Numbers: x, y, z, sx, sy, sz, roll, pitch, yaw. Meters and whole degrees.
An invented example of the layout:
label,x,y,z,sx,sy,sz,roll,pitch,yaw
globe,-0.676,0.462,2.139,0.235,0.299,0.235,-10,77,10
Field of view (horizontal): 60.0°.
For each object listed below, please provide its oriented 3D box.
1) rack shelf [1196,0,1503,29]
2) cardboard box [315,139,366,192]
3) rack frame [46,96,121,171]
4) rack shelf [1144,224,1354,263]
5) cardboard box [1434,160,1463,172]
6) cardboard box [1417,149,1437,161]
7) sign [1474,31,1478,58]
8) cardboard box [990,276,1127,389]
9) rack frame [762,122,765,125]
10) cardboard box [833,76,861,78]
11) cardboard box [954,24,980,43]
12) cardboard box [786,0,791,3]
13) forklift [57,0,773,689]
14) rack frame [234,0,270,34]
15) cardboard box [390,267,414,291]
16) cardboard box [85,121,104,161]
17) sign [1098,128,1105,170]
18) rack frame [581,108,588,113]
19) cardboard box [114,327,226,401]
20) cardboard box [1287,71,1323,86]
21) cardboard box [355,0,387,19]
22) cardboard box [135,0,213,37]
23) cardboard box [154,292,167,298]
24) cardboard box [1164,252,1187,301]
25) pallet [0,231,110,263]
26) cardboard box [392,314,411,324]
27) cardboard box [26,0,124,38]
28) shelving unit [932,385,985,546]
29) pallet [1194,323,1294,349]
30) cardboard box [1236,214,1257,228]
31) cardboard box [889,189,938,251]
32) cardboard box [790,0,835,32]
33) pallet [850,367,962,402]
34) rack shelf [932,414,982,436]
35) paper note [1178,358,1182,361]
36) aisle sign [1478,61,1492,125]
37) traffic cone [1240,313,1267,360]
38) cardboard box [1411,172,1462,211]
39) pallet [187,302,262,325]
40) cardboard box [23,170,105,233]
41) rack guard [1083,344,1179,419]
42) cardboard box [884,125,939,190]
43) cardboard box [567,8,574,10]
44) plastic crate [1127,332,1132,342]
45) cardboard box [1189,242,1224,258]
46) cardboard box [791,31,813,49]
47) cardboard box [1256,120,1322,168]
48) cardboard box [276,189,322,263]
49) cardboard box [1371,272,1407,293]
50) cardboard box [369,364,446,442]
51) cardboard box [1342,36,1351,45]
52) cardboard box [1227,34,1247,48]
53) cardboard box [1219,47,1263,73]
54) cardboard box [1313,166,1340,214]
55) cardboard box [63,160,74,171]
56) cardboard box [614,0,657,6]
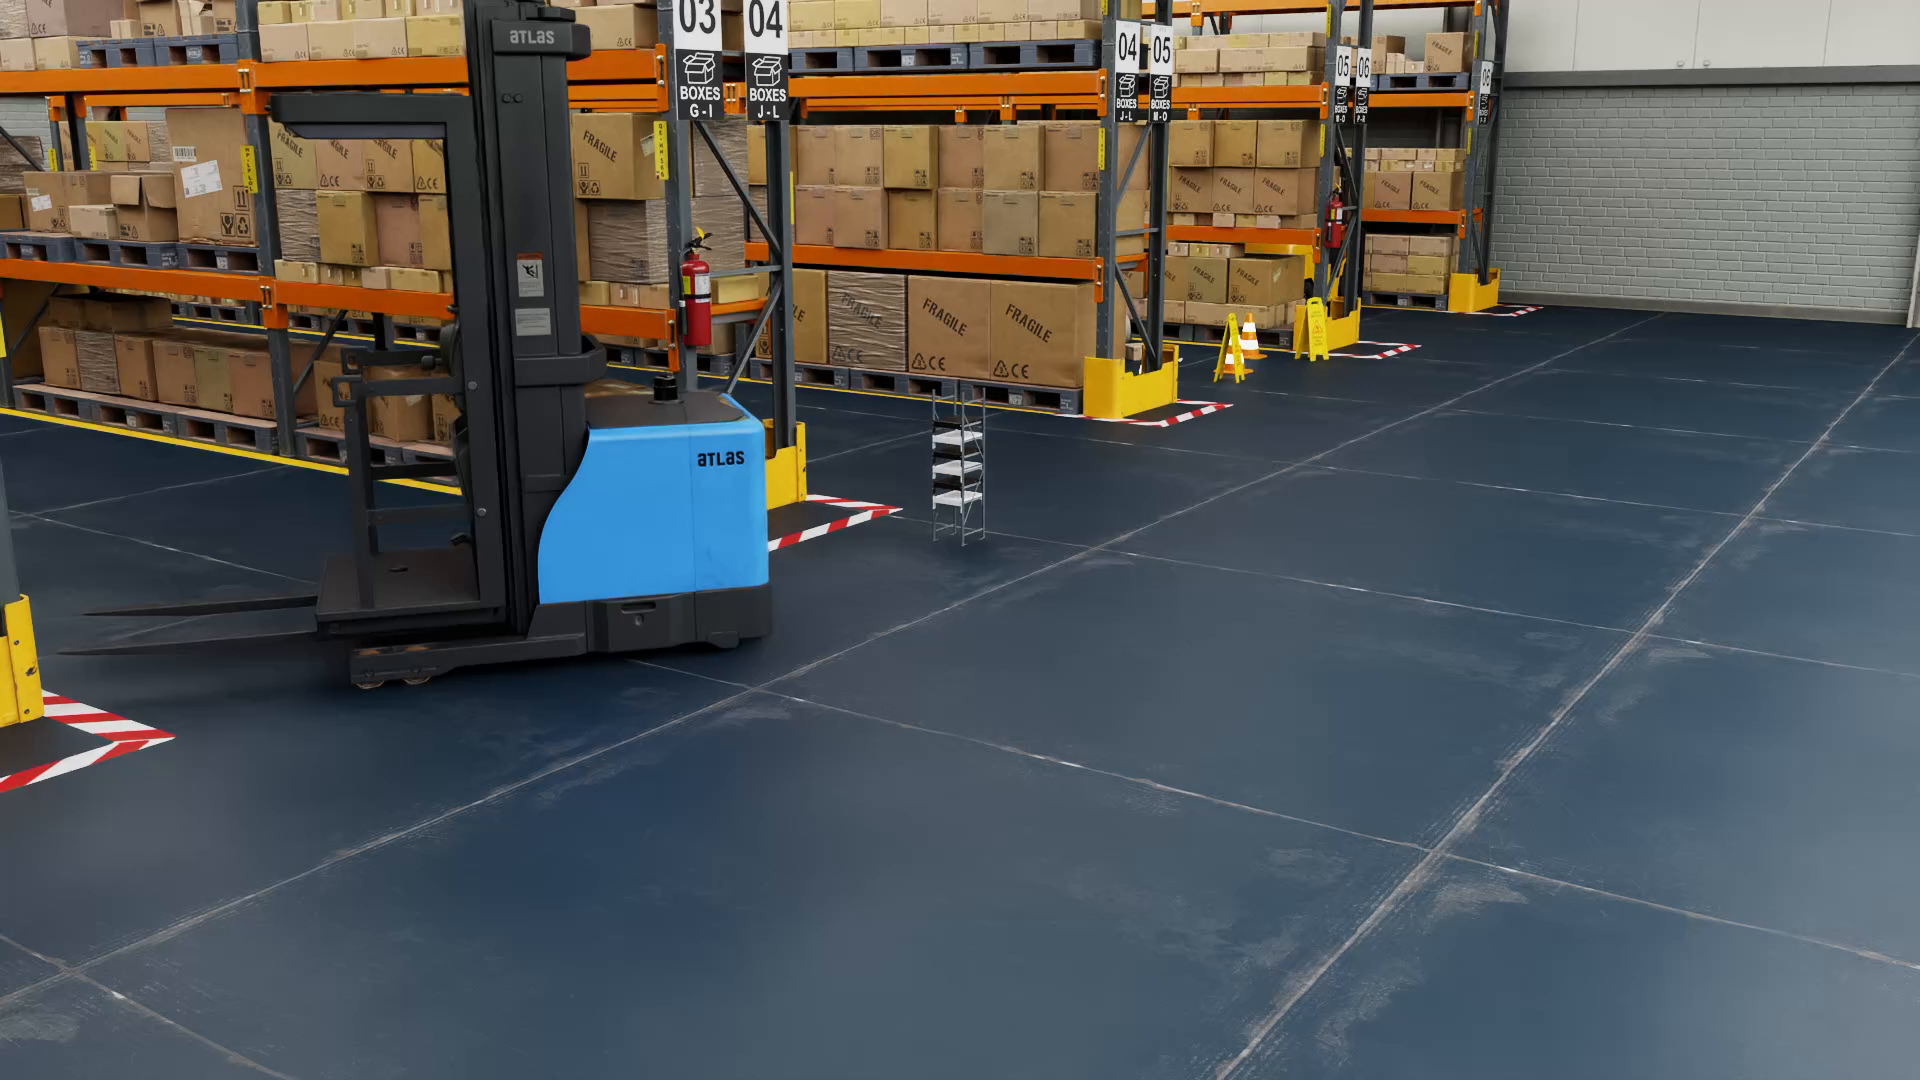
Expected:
label,x,y,z,sx,sy,sz,roll,pitch,yaw
rack shelf,5.252,-7.229,22.627,4.000,0.370,1.077,9,17,33
cardboard box,-4.059,-2.663,11.428,0.500,0.500,0.500,9,17,33
rack frame,-11.811,-4.747,22.756,0.127,3.000,1.000,9,17,33
rack shelf,2.484,-3.521,19.300,4.000,0.370,1.077,9,17,33
cardboard box,6.467,-4.946,22.002,0.250,0.149,0.380,9,17,34
cardboard box,6.274,-5.132,22.137,0.250,0.149,0.380,9,17,33
sign,6.597,-6.333,21.243,0.005,0.325,0.100,9,17,33
cardboard box,0.866,-1.851,14.607,0.875,0.875,0.875,9,17,33
rack frame,-3.046,-6.201,28.631,0.127,3.000,1.000,9,17,33
cardboard box,-1.213,-5.982,21.287,0.637,0.503,0.797,9,17,33
cardboard box,0.155,-4.301,14.154,0.250,0.149,0.380,9,16,32
cardboard box,-1.529,-4.960,15.158,0.250,0.149,0.380,9,17,32
forklift,-2.452,-0.919,7.437,3.031,2.935,1.130,-4,15,-17
rack frame,-4.706,-5.074,11.594,0.127,3.000,1.000,9,17,33
cardboard box,-3.644,-1.789,11.329,0.250,0.149,0.380,9,17,33
cardboard box,-11.165,-5.245,21.863,0.500,0.500,0.500,10,17,34
sign,1.151,-3.172,13.491,0.005,0.325,0.100,9,17,33
rack frame,-5.813,-5.211,24.631,0.127,3.000,1.000,9,17,33
cardboard box,-6.516,-1.466,13.790,0.500,0.500,0.700,11,18,37
cardboard box,3.692,-4.928,17.767,0.250,0.149,0.380,9,17,33
cardboard box,-3.736,-3.494,10.934,0.250,0.149,0.380,9,16,32
cardboard box,-5.823,-4.081,12.735,0.637,0.503,0.797,10,17,35
cardboard box,-10.264,-3.228,21.679,0.250,0.149,0.380,9,17,33
cardboard box,2.484,-3.028,19.103,0.500,0.500,0.500,9,16,32
pallet,-7.374,-2.531,14.204,1.003,0.211,1.213,9,17,33
cardboard box,-6.294,-2.771,19.102,0.500,0.500,0.500,10,17,35
cardboard box,-6.939,-4.197,13.043,0.500,0.500,0.500,9,16,31
shelving unit,-0.007,-0.438,9.719,0.210,0.900,0.258,9,17,33
pallet,3.427,-2.374,18.975,1.213,0.211,1.003,9,17,33
cardboard box,3.241,-3.538,18.394,0.250,0.149,0.380,9,16,32
cardboard box,-0.194,-2.947,15.173,0.500,0.550,0.875,9,17,33
cardboard box,-1.185,-4.729,15.052,0.500,0.250,0.500,9,17,32
pallet,-0.250,-1.503,15.455,1.213,0.211,1.003,9,17,33
rack shelf,-0.007,-0.668,9.663,0.200,0.077,0.258,9,17,33
paper note,2.249,-1.890,17.395,0.142,0.019,0.148,3,14,14
aisle sign,6.802,-5.786,21.545,0.004,0.787,0.394,9,17,33
traffic cone,3.067,-2.171,17.628,0.334,0.463,0.336,9,17,33
cardboard box,6.356,-4.654,22.173,0.500,0.500,0.500,9,16,32
pallet,-9.069,-2.940,21.259,1.213,0.211,1.003,9,17,33
cardboard box,-7.555,-2.886,14.159,0.500,0.500,0.500,7,15,26
rack guard,1.485,-1.384,14.375,0.348,0.500,1.175,9,17,33
cardboard box,-0.230,-3.458,14.991,0.500,0.550,0.875,9,17,33
cardboard box,-2.345,-3.089,10.130,0.500,0.250,0.500,9,17,33
plastic crate,1.670,-2.347,19.136,0.583,0.080,0.402,3,14,14
cardboard box,2.785,-3.275,18.749,0.250,0.149,0.380,10,17,34
cardboard box,-1.319,-4.539,15.116,0.250,0.149,0.380,9,17,33
cardboard box,3.598,-4.305,18.063,0.500,0.500,0.700,9,16,31
cardboard box,-4.367,-2.282,11.973,0.500,0.500,0.875,9,17,33
cardboard box,5.938,-3.529,22.687,0.500,0.250,0.500,9,17,33
cardboard box,-3.917,-1.016,12.011,0.500,0.500,0.500,-11,17,-36
cardboard box,5.150,-6.604,22.721,0.637,0.503,0.797,10,17,35
cardboard box,3.102,-5.426,18.122,0.250,0.149,0.380,9,17,33
cardboard box,3.160,-5.214,18.096,0.500,0.250,0.500,9,16,32
cardboard box,3.906,-3.913,18.562,0.500,0.500,0.500,9,16,32
cardboard box,-11.593,-4.824,22.242,0.500,0.500,0.500,10,17,35
cardboard box,-1.791,-3.177,9.656,0.250,0.149,0.380,9,17,33
